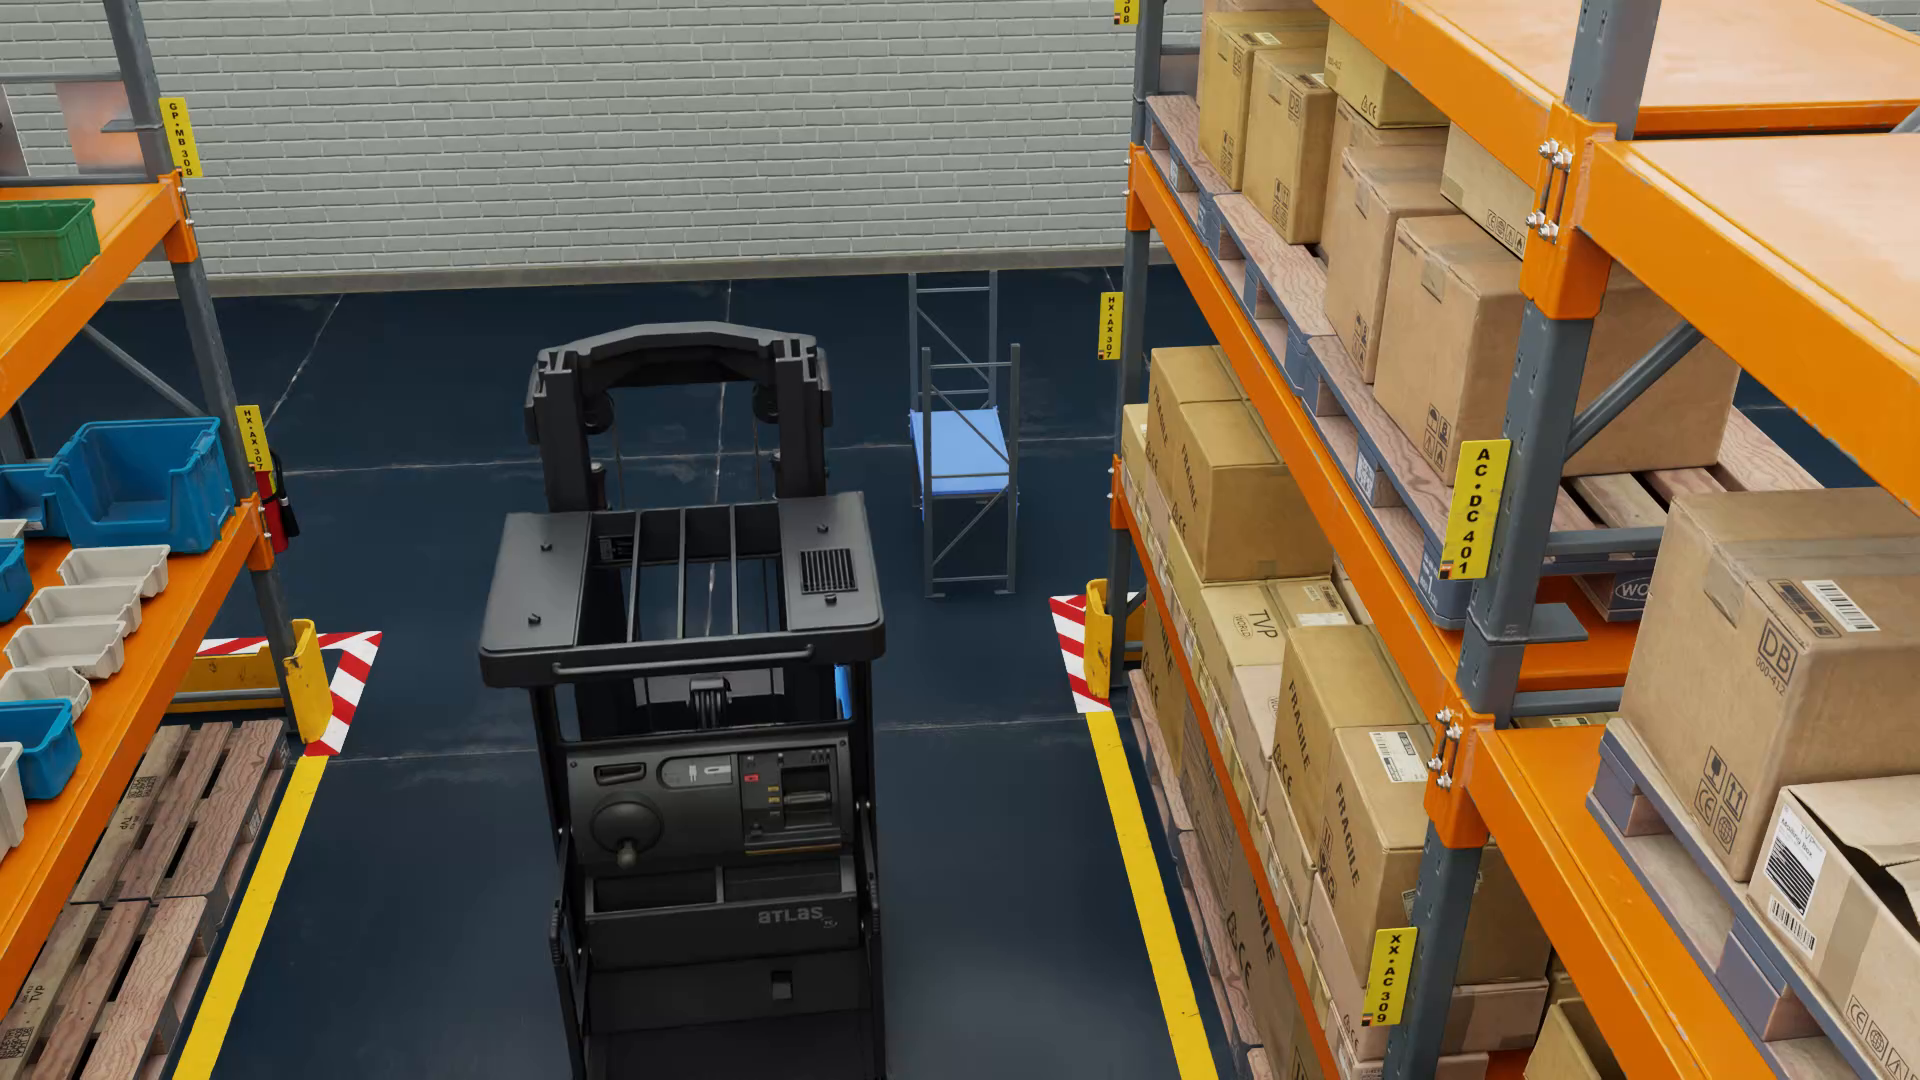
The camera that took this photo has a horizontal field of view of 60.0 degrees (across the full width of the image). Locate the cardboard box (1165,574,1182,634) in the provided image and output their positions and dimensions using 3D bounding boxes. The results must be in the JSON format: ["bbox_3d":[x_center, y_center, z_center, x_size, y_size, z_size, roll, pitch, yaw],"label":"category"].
[{"bbox_3d":[1.037,0.244,6.661,0.380,0.149,0.250,-3,31,-6],"label":"cardboard box"}]

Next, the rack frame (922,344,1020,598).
[{"bbox_3d":[0.055,-0.341,8.858,0.500,1.500,0.032,-3,31,-5],"label":"rack frame"}]

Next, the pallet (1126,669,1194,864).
[{"bbox_3d":[1.387,1.017,7.843,1.003,0.211,1.213,-3,31,-5],"label":"pallet"}]

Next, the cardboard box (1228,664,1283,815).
[{"bbox_3d":[1.207,0.656,5.583,0.500,0.250,0.500,-2,31,-4],"label":"cardboard box"}]

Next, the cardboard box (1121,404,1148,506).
[{"bbox_3d":[1.011,-0.390,7.335,0.500,0.250,0.500,-4,31,-6],"label":"cardboard box"}]

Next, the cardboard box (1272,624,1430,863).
[{"bbox_3d":[1.257,0.594,4.956,0.500,0.500,0.500,-2,31,-4],"label":"cardboard box"}]

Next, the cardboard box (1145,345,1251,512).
[{"bbox_3d":[1.057,-0.457,6.715,0.500,0.500,0.500,-3,31,-6],"label":"cardboard box"}]

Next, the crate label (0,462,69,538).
[{"bbox_3d":[-4.001,-0.160,7.198,0.416,0.233,0.303,-3,31,-5],"label":"crate label"}]

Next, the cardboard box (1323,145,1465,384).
[{"bbox_3d":[1.430,-0.768,4.582,0.700,0.500,0.500,-1,31,-2],"label":"cardboard box"}]

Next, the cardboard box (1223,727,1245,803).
[{"bbox_3d":[1.133,0.769,5.783,0.380,0.149,0.250,-3,31,-5],"label":"cardboard box"}]

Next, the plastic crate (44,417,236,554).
[{"bbox_3d":[-3.479,-0.227,7.112,0.616,0.435,0.499,-3,31,-5],"label":"plastic crate"}]

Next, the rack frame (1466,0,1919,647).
[{"bbox_3d":[1.608,-1.118,2.847,1.000,3.000,0.127,-3,31,-5],"label":"rack frame"}]

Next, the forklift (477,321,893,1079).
[{"bbox_3d":[-0.797,0.918,5.355,1.130,2.935,3.031,-4,31,-6],"label":"forklift"}]

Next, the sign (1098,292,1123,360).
[{"bbox_3d":[0.682,-0.967,7.523,0.100,0.325,0.005,-3,31,-5],"label":"sign"}]

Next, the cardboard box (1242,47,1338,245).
[{"bbox_3d":[1.366,-1.321,5.508,0.700,0.500,0.500,-5,31,-8],"label":"cardboard box"}]

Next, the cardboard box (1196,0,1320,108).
[{"bbox_3d":[1.337,-1.876,6.436,0.700,0.500,0.500,-5,31,-8],"label":"cardboard box"}]

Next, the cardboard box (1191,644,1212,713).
[{"bbox_3d":[1.084,0.505,6.225,0.380,0.149,0.250,-4,31,-6],"label":"cardboard box"}]

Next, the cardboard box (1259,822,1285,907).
[{"bbox_3d":[1.182,1.031,5.344,0.380,0.149,0.250,-2,31,-4],"label":"cardboard box"}]

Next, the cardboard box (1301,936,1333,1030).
[{"bbox_3d":[1.229,1.293,4.905,0.380,0.149,0.250,-2,31,-4],"label":"cardboard box"}]

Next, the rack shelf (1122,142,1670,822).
[{"bbox_3d":[1.422,-0.543,5.511,1.077,0.370,4.000,-3,31,-5],"label":"rack shelf"}]

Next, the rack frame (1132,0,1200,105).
[{"bbox_3d":[1.235,-3.161,6.266,1.000,3.000,0.127,-3,31,-5],"label":"rack frame"}]

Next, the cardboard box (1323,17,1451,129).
[{"bbox_3d":[1.413,-1.429,4.957,0.500,0.250,0.500,-4,31,-6],"label":"cardboard box"}]

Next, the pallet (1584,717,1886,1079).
[{"bbox_3d":[1.743,0.717,2.886,0.805,0.209,1.217,-4,31,-7],"label":"pallet"}]

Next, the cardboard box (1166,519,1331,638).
[{"bbox_3d":[1.109,0.131,6.461,0.500,0.250,0.500,-4,31,-6],"label":"cardboard box"}]

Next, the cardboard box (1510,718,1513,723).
[{"bbox_3d":[1.780,0.563,5.007,0.500,0.500,0.500,-3,31,-5],"label":"cardboard box"}]

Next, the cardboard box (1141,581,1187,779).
[{"bbox_3d":[1.374,0.470,7.701,0.875,0.875,0.875,-3,31,-5],"label":"cardboard box"}]

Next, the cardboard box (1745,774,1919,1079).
[{"bbox_3d":[1.621,0.592,2.587,0.500,0.311,0.500,-4,31,-6],"label":"cardboard box"}]

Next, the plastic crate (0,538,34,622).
[{"bbox_3d":[-3.940,0.176,6.635,0.416,0.233,0.300,-3,31,-5],"label":"plastic crate"}]

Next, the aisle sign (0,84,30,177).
[{"bbox_3d":[-3.999,-1.486,6.779,0.394,0.787,0.004,-3,31,-5],"label":"aisle sign"}]

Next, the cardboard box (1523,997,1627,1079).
[{"bbox_3d":[1.676,1.309,3.558,0.797,0.503,0.637,-4,31,-6],"label":"cardboard box"}]

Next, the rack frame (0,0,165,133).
[{"bbox_3d":[-3.697,-2.923,5.869,1.000,3.000,0.127,-3,31,-5],"label":"rack frame"}]

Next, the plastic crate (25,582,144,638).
[{"bbox_3d":[-3.427,0.296,6.528,0.396,0.136,0.243,-3,31,-5],"label":"plastic crate"}]

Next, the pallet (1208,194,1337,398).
[{"bbox_3d":[1.432,-0.832,5.380,1.003,0.211,1.213,-3,31,-5],"label":"pallet"}]

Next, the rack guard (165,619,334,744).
[{"bbox_3d":[-3.712,0.714,8.068,1.175,0.500,0.348,-3,31,-5],"label":"rack guard"}]

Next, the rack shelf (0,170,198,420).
[{"bbox_3d":[-3.510,-0.306,5.113,1.077,0.370,4.000,-3,31,-5],"label":"rack shelf"}]

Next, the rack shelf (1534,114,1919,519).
[{"bbox_3d":[1.795,0.383,1.425,1.077,0.370,4.000,-3,31,-5],"label":"rack shelf"}]

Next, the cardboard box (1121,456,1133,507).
[{"bbox_3d":[0.939,-0.280,7.539,0.380,0.149,0.250,-2,31,-4],"label":"cardboard box"}]

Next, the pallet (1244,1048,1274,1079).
[{"bbox_3d":[1.615,2.262,5.757,1.003,0.211,1.213,-3,31,-5],"label":"pallet"}]

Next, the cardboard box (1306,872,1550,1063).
[{"bbox_3d":[1.306,1.181,4.704,0.500,0.250,0.500,-3,31,-6],"label":"cardboard box"}]

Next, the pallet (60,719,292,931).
[{"bbox_3d":[-3.658,1.272,7.414,1.003,0.211,1.213,-3,31,-5],"label":"pallet"}]

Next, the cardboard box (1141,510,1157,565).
[{"bbox_3d":[0.989,-0.018,7.101,0.380,0.149,0.250,-3,31,-6],"label":"cardboard box"}]

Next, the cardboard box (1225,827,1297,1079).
[{"bbox_3d":[1.542,1.389,6.163,0.875,0.875,0.875,-3,31,-5],"label":"cardboard box"}]

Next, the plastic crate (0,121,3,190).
[{"bbox_3d":[-3.938,-1.369,6.320,0.497,0.269,0.590,-3,31,-5],"label":"plastic crate"}]

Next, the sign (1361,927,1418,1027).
[{"bbox_3d":[1.056,1.079,4.098,0.100,0.325,0.005,-3,31,-5],"label":"sign"}]

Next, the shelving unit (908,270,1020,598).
[{"bbox_3d":[0.008,-0.600,9.293,0.538,1.500,1.048,-3,31,-5],"label":"shelving unit"}]

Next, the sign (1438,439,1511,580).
[{"bbox_3d":[1.056,-0.059,3.418,0.100,0.325,0.005,-3,31,-5],"label":"sign"}]

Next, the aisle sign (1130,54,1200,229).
[{"bbox_3d":[0.929,-1.723,7.176,0.394,0.787,0.004,-3,31,-5],"label":"aisle sign"}]

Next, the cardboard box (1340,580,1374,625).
[{"bbox_3d":[1.692,0.371,6.060,0.500,0.250,0.500,-3,31,-4],"label":"cardboard box"}]

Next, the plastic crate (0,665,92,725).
[{"bbox_3d":[-3.331,0.587,6.041,0.298,0.136,0.250,-3,31,-5],"label":"plastic crate"}]
